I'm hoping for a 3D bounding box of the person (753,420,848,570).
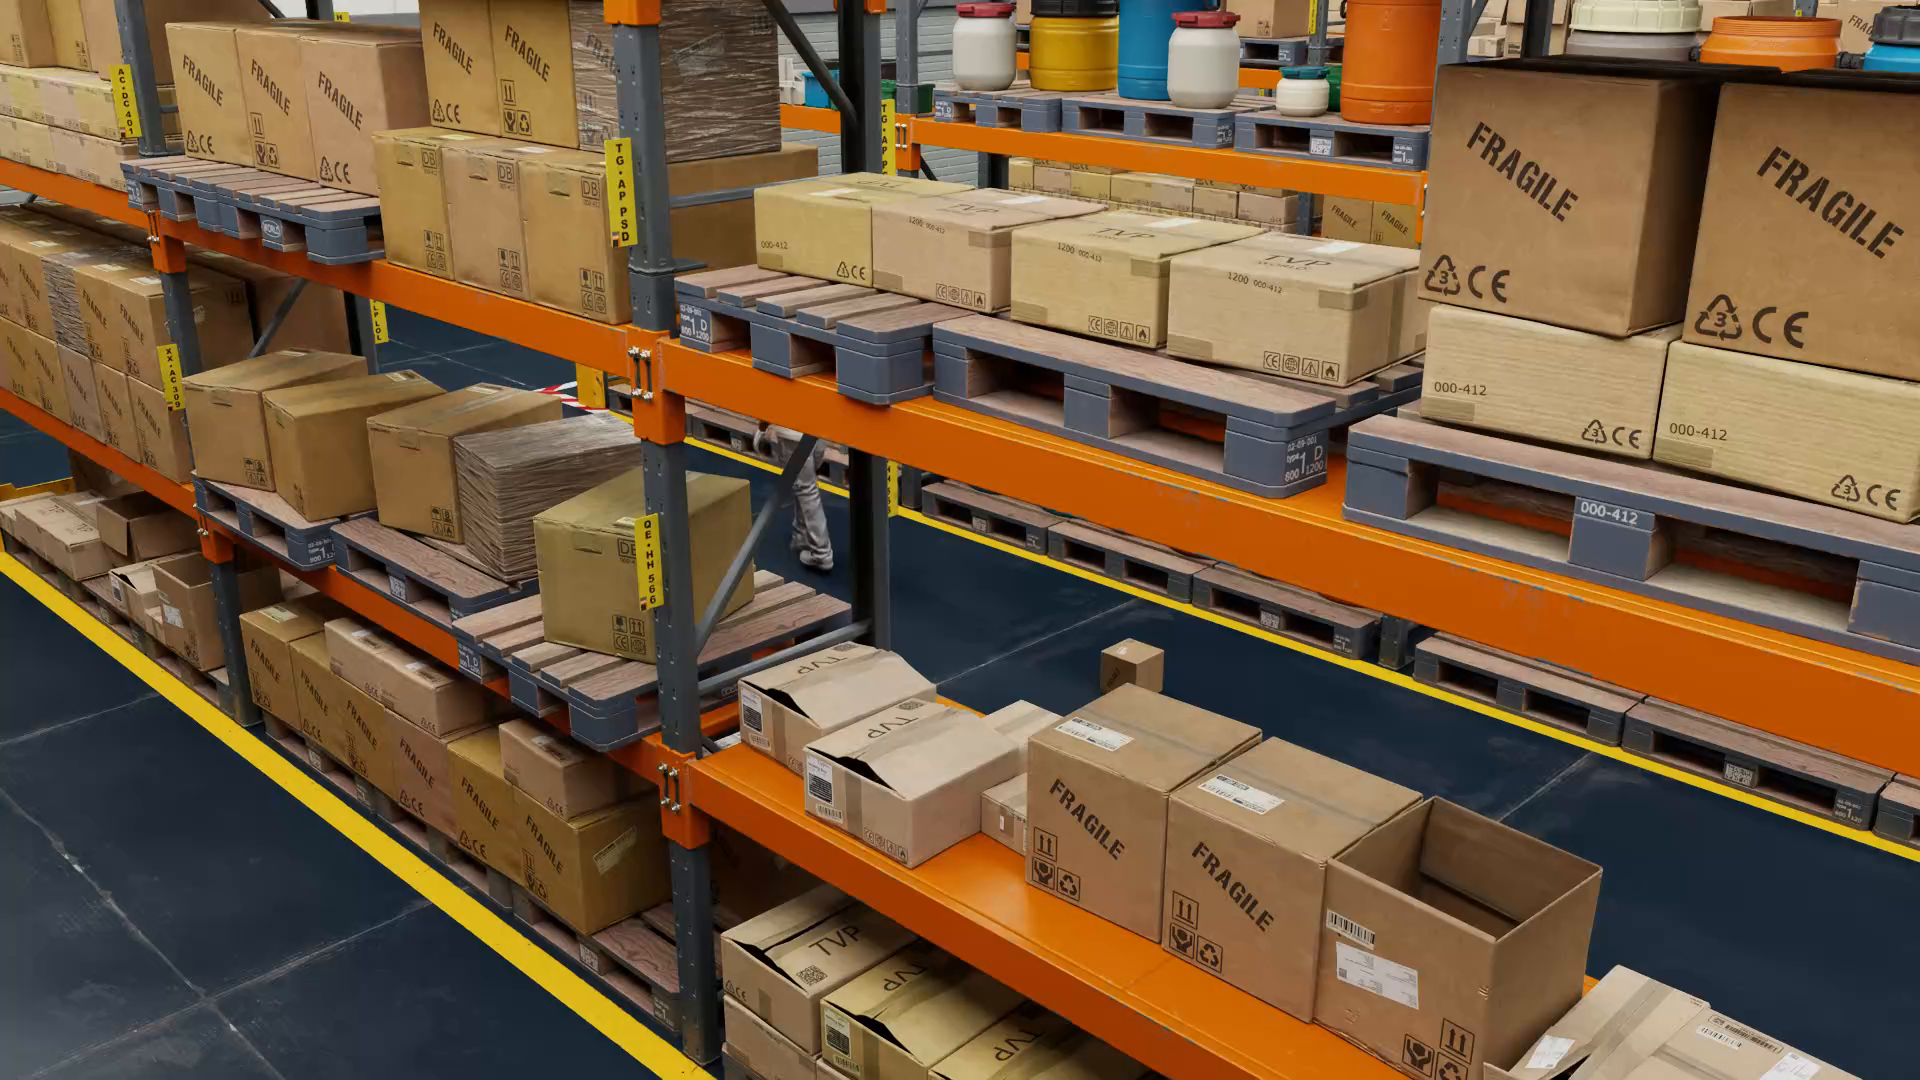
[{"bbox_3d":[-1.055,-0.679,10.908,0.603,1.842,0.655,-18,27,-40],"label":"person"}]
